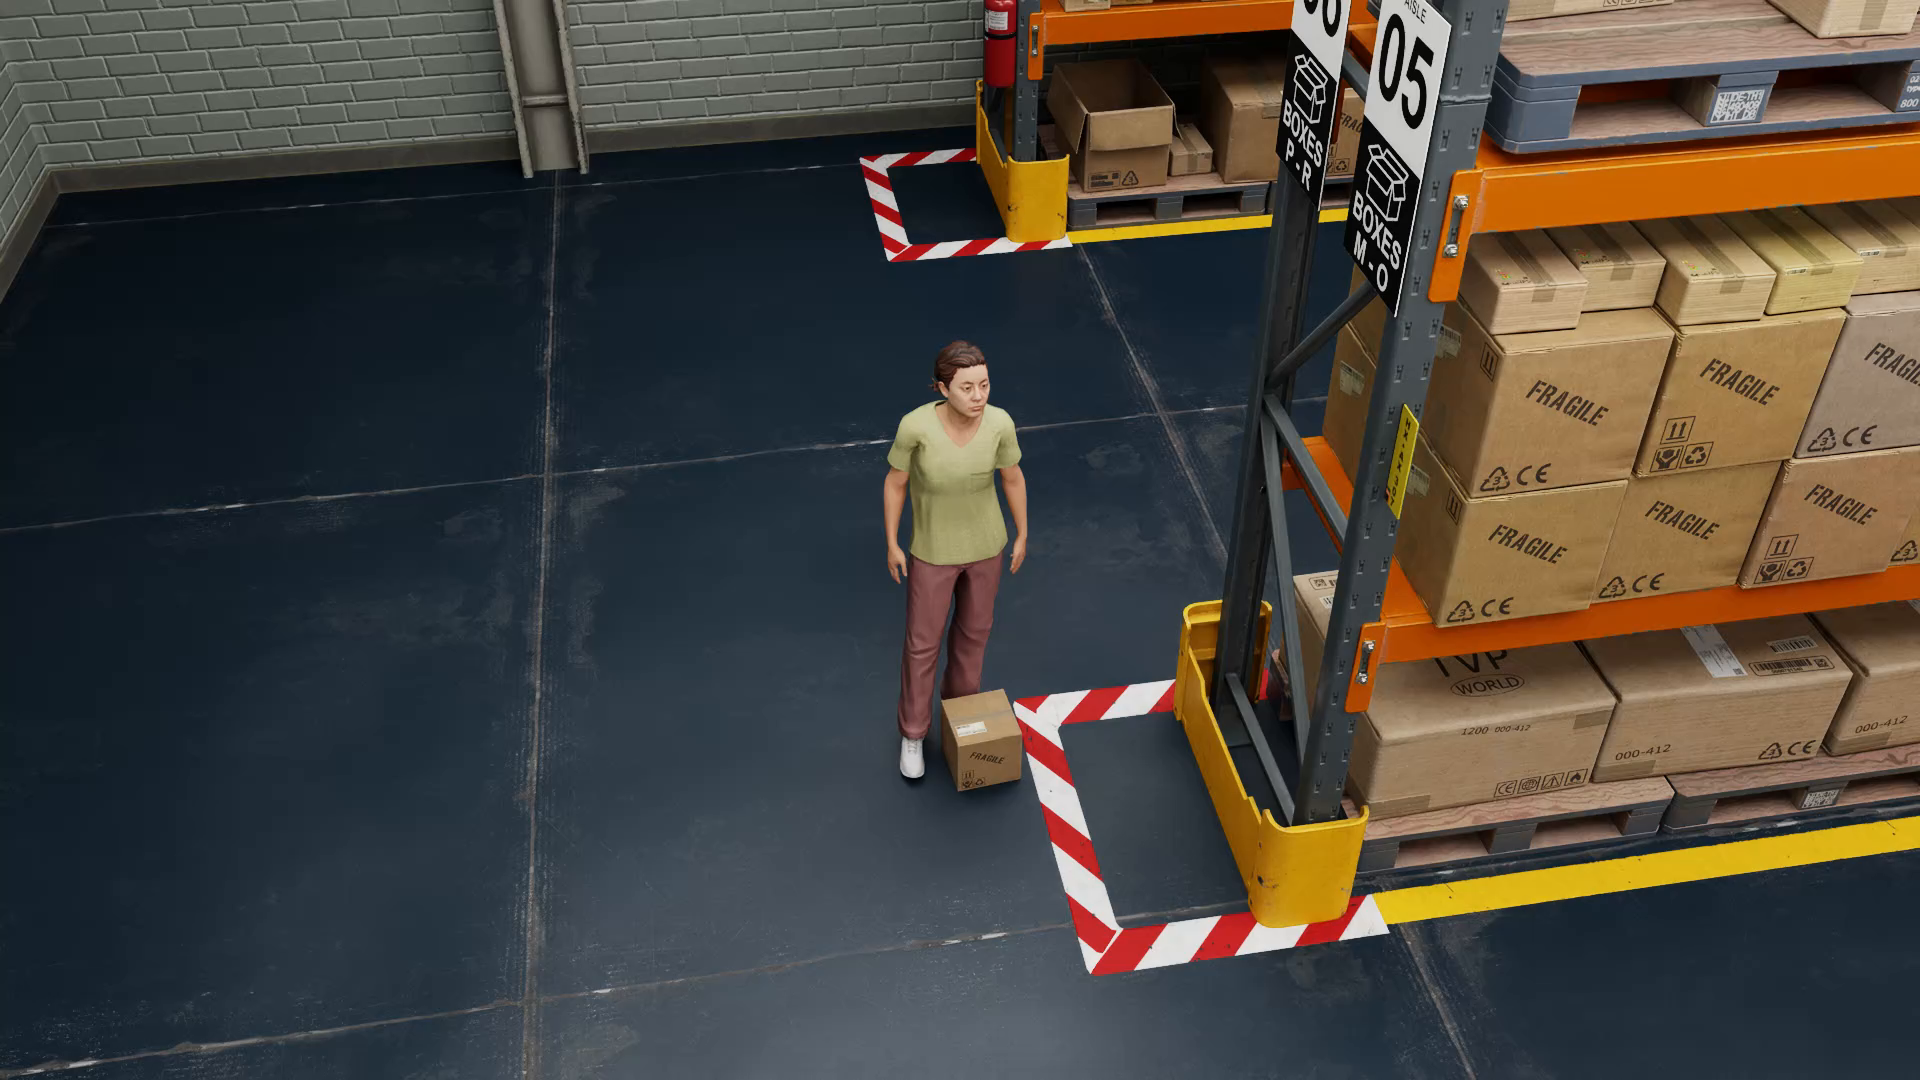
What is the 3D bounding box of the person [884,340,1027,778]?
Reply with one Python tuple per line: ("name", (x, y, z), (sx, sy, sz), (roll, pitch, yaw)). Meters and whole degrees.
("person", (-0.003, 0.074, 6.048), (0.554, 1.673, 0.548), (-8, 40, -10))
